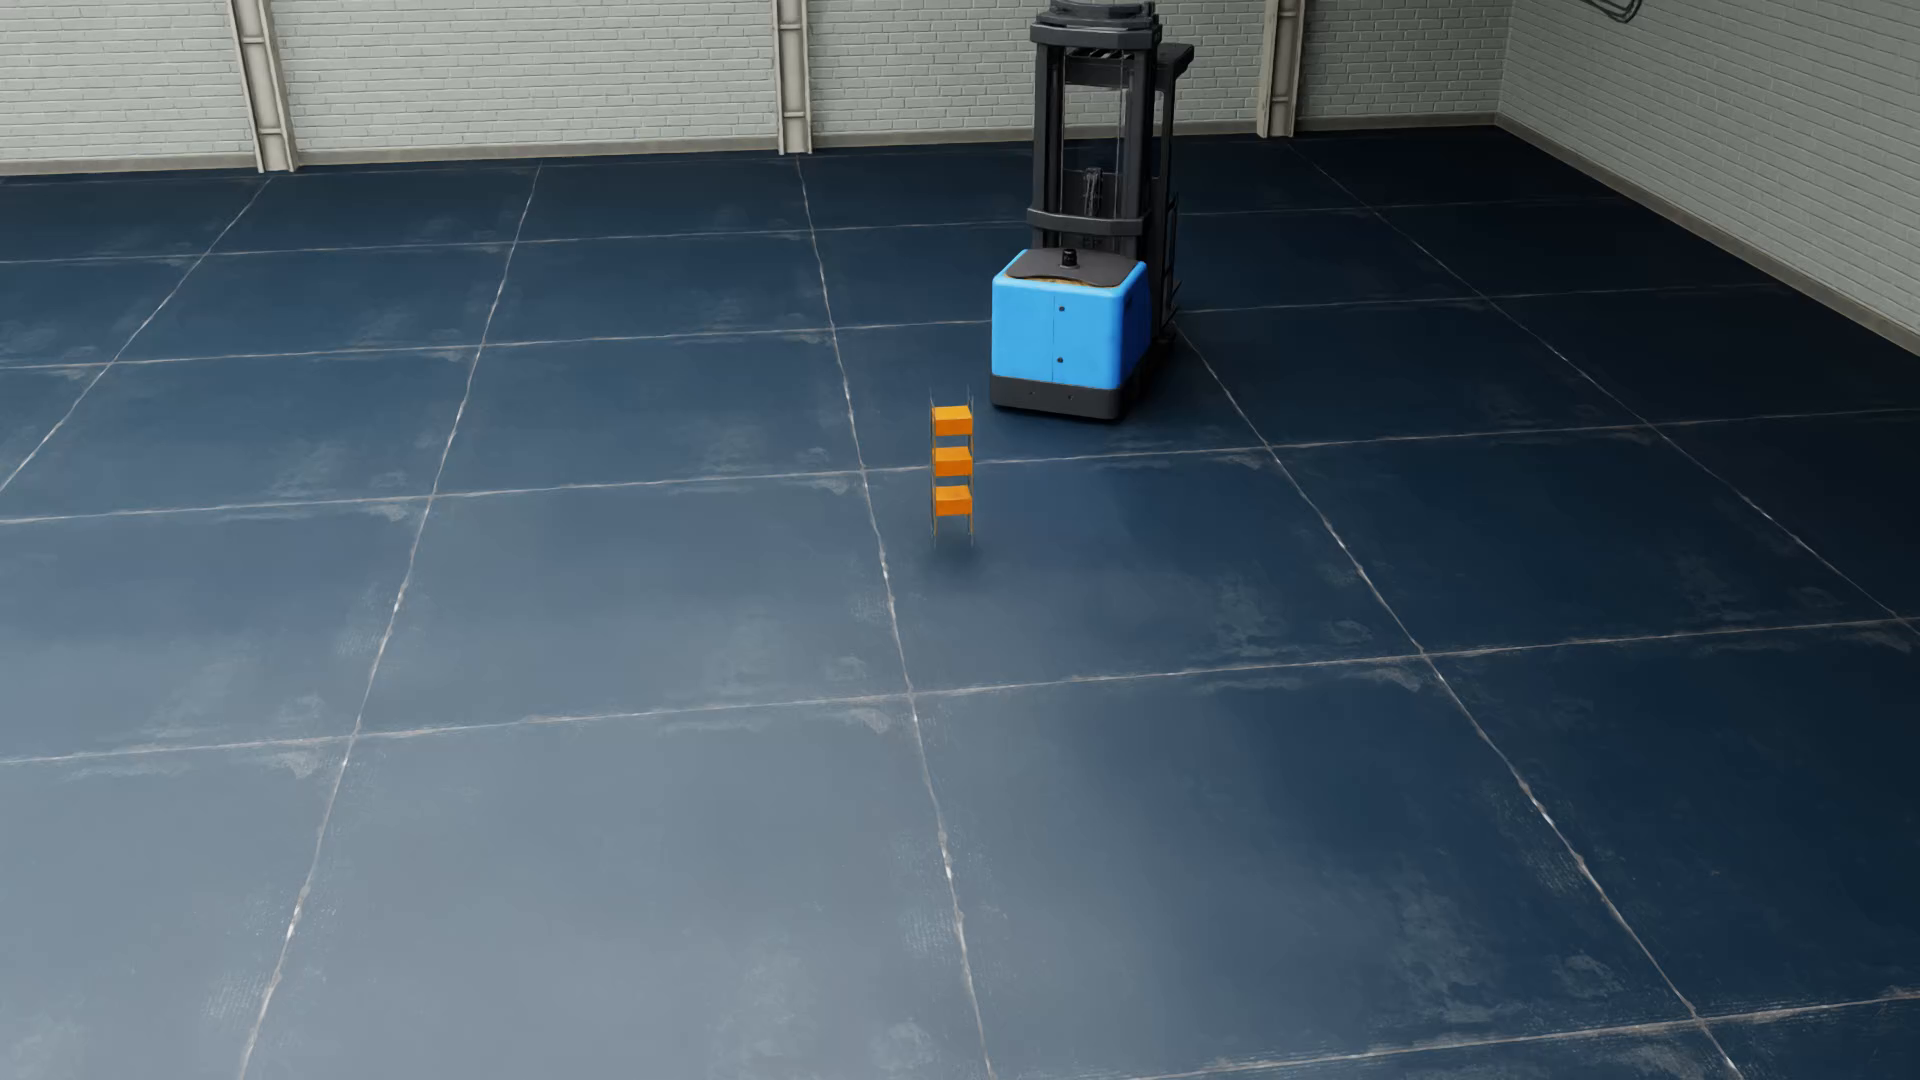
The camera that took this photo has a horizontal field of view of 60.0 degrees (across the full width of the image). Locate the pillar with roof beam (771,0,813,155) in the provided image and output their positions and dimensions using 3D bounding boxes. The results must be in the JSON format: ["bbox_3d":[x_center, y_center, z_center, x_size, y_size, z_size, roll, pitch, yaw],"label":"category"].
[{"bbox_3d":[-1.394,-6.767,14.284,0.400,9.000,9.100,-4,27,-7],"label":"pillar with roof beam"}]

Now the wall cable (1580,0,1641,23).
[{"bbox_3d":[7.050,-7.303,18.729,0.112,2.526,3.097,-4,27,-7],"label":"wall cable"}]

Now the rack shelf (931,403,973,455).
[{"bbox_3d":[-0.053,-0.707,10.581,0.240,0.259,0.215,-4,27,-7],"label":"rack shelf"}]

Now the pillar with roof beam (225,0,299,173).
[{"bbox_3d":[-7.335,-6.385,13.540,0.400,9.000,9.100,-4,27,-7],"label":"pillar with roof beam"}]

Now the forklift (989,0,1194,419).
[{"bbox_3d":[1.192,-2.870,13.335,1.130,2.935,3.031,9,29,17],"label":"forklift"}]

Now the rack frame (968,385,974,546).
[{"bbox_3d":[0.068,-0.471,10.721,0.008,1.050,0.200,-4,27,-7],"label":"rack frame"}]

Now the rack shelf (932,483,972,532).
[{"bbox_3d":[-0.053,-0.207,10.838,0.240,0.259,0.215,-4,27,-7],"label":"rack shelf"}]

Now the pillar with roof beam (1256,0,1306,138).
[{"bbox_3d":[4.548,-7.149,15.027,0.400,9.000,9.100,-4,27,-7],"label":"pillar with roof beam"}]

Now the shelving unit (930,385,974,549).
[{"bbox_3d":[-0.053,-0.464,10.706,0.252,1.050,0.215,-4,27,-7],"label":"shelving unit"}]

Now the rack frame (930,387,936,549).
[{"bbox_3d":[-0.174,-0.456,10.691,0.008,1.050,0.200,-4,27,-7],"label":"rack frame"}]

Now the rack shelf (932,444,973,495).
[{"bbox_3d":[-0.053,-0.454,10.711,0.240,0.259,0.215,-4,27,-7],"label":"rack shelf"}]
